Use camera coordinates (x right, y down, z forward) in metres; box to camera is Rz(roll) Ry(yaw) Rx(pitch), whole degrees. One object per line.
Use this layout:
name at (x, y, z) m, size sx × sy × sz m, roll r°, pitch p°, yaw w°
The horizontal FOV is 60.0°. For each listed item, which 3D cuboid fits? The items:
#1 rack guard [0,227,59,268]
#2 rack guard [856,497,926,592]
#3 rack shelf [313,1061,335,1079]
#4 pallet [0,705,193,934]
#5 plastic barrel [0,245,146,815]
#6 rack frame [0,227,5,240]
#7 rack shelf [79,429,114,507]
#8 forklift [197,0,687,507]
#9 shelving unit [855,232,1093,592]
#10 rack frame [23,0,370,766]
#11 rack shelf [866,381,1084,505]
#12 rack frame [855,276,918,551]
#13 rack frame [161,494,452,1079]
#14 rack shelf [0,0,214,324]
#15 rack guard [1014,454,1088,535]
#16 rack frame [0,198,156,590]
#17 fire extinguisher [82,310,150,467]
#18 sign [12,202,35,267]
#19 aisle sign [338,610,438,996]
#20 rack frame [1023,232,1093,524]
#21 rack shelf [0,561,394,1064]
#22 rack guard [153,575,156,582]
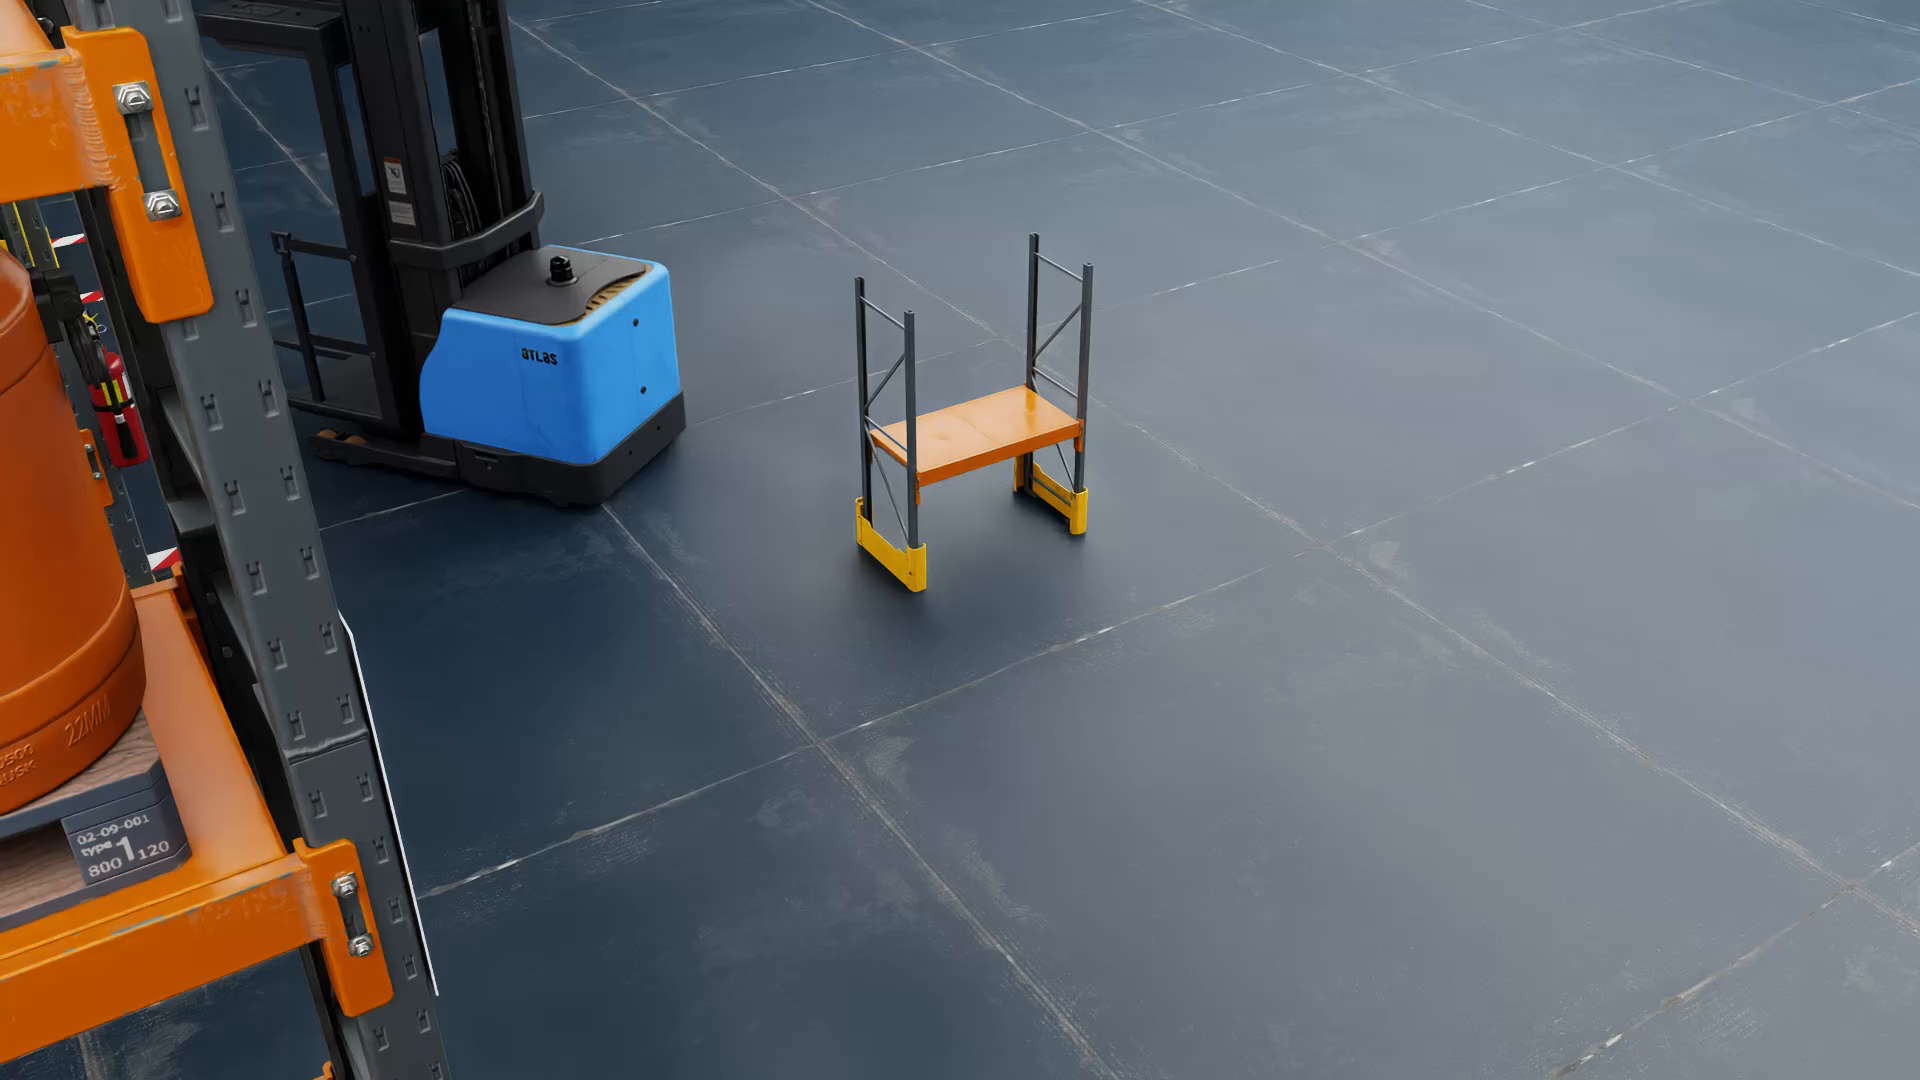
rack guard at (-6.523, -2.049, 11.529) m, size 0.348 × 0.500 × 1.175 m, roll -19°, pitch 37°, yaw -27°
rack guard at (-0.355, 0.016, 8.490) m, size 0.087 × 0.250 × 0.587 m, roll -19°, pitch 37°, yaw -27°
rack shelf at (-2.938, 2.258, 3.033) m, size 4.000 × 0.370 × 1.077 m, roll -19°, pitch 37°, yaw -27°
pallet at (-2.005, 0.382, 2.698) m, size 1.213 × 0.211 × 1.003 m, roll -19°, pitch 37°, yaw -27°
plastic barrel at (-1.597, -0.055, 2.418) m, size 0.708 × 0.830 × 0.600 m, roll -19°, pitch 37°, yaw -27°
rack frame at (-6.543, -3.099, 10.851) m, size 0.127 × 3.000 × 1.000 m, roll -19°, pitch 37°, yaw -27°
rack shelf at (-5.622, 0.037, 6.554) m, size 4.000 × 0.370 × 1.077 m, roll -19°, pitch 37°, yaw -27°
forklift at (-3.158, -1.908, 9.028) m, size 3.031 × 2.935 × 1.130 m, roll 12°, pitch 34°, yaw 18°
shelving unit at (0.064, -0.656, 8.385) m, size 1.083 × 1.500 × 0.587 m, roll -19°, pitch 37°, yaw -27°
rack frame at (-1.257, -1.162, 2.157) m, size 0.127 × 3.000 × 1.000 m, roll -19°, pitch 37°, yaw -27°
rack shelf at (0.072, -0.507, 8.485) m, size 1.000 × 0.185 × 0.538 m, roll -19°, pitch 37°, yaw -27°
rack frame at (-0.356, -0.512, 8.156) m, size 0.032 × 1.500 × 0.500 m, roll -19°, pitch 37°, yaw -27°
rack frame at (-1.257, 1.376, 3.758) m, size 0.127 × 3.000 × 1.000 m, roll -19°, pitch 37°, yaw -27°
rack shelf at (-2.938, -0.110, 1.539) m, size 4.000 × 0.370 × 1.077 m, roll -19°, pitch 37°, yaw -27°
rack guard at (0.483, -0.272, 8.946) m, size 0.087 × 0.250 × 0.587 m, roll -19°, pitch 37°, yaw -27°
rack frame at (-3.941, -0.845, 7.279) m, size 0.127 × 3.000 × 1.000 m, roll -19°, pitch 37°, yaw -27°
fire extinguisher at (-3.595, -0.639, 7.024) m, size 0.183 × 0.674 × 0.296 m, roll -19°, pitch 37°, yaw -27°
sign at (-3.657, -1.214, 6.482) m, size 0.005 × 0.325 × 0.100 m, roll -19°, pitch 37°, yaw -27°
aisle sign at (-1.036, 0.388, 2.886) m, size 0.004 × 0.787 × 0.394 m, roll -19°, pitch 37°, yaw -27°
rack frame at (0.499, -0.806, 8.622) m, size 0.032 × 1.500 × 0.500 m, roll -19°, pitch 37°, yaw -27°
rack shelf at (-2.938, 0.989, 2.233) m, size 4.000 × 0.370 × 1.077 m, roll -19°, pitch 37°, yaw -27°
rack guard at (-4.004, 0.234, 7.911) m, size 0.348 × 0.500 × 1.175 m, roll -19°, pitch 37°, yaw -27°
